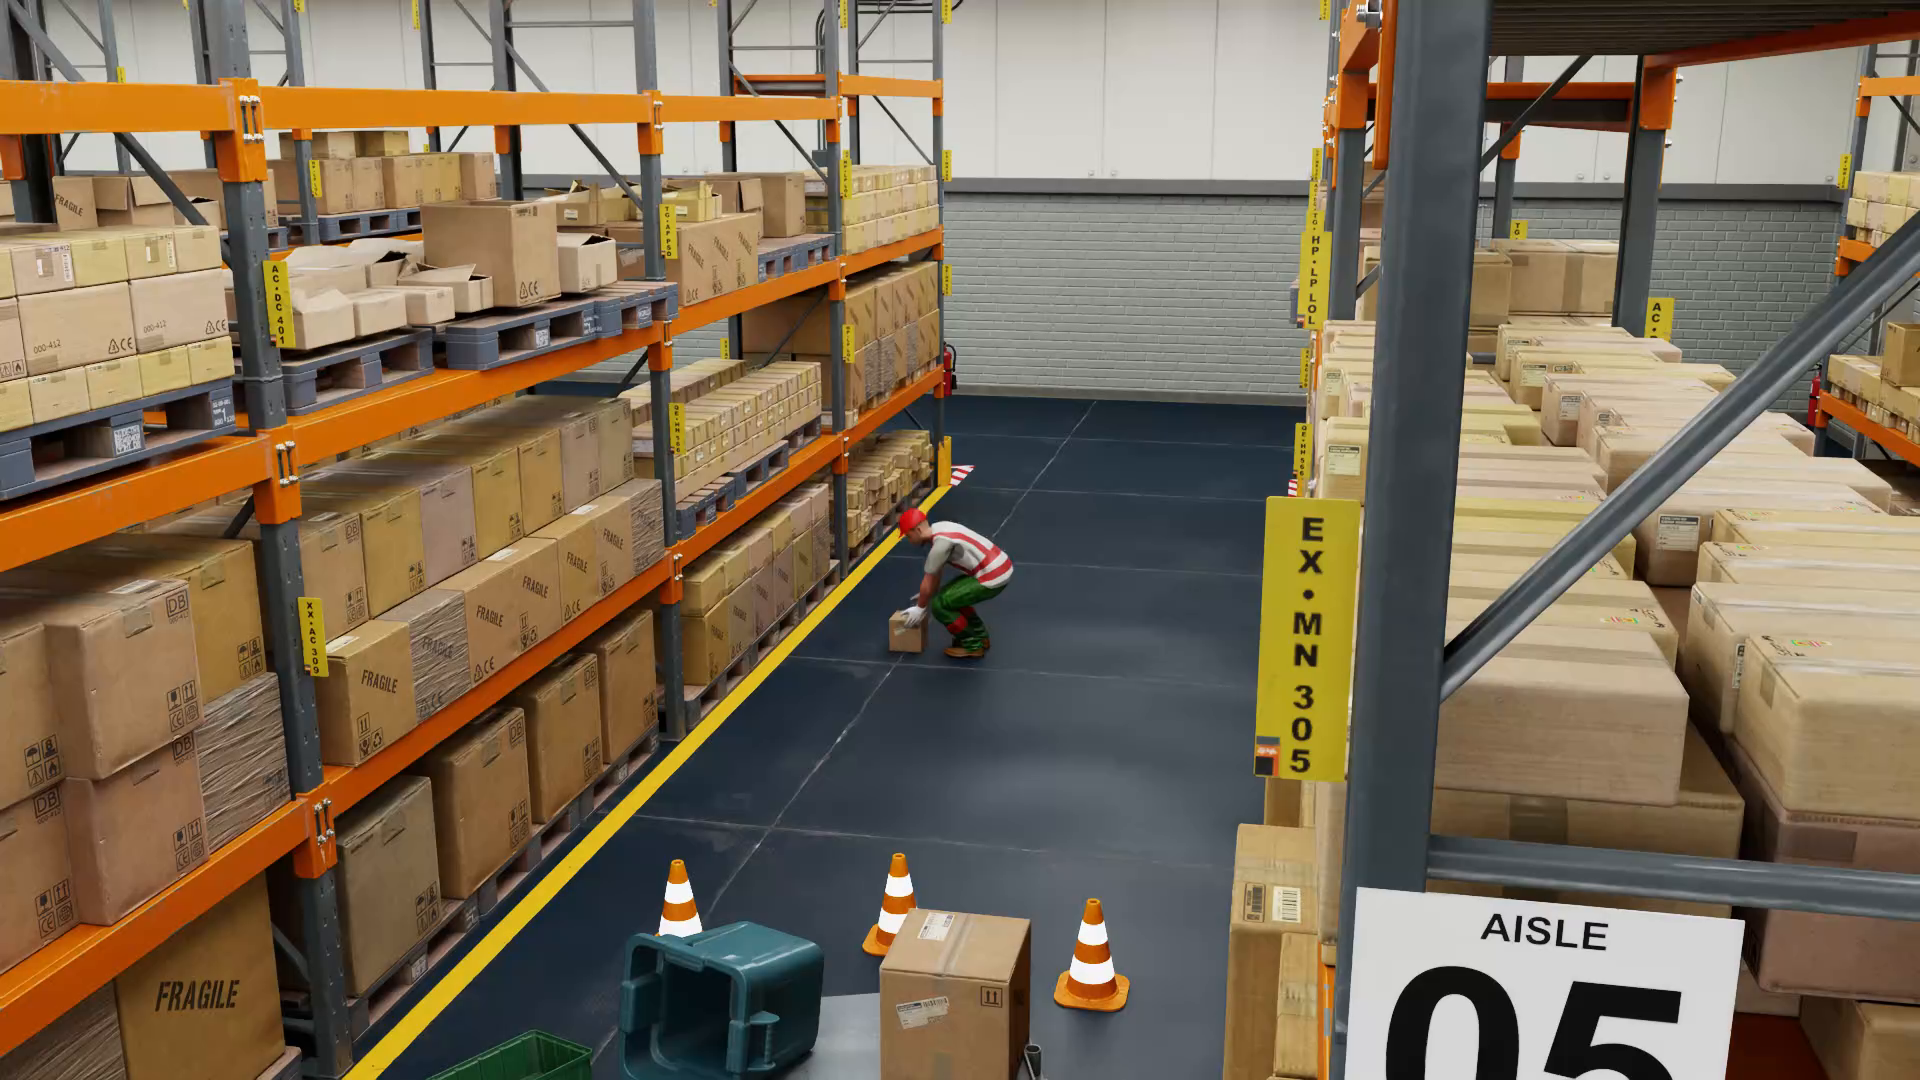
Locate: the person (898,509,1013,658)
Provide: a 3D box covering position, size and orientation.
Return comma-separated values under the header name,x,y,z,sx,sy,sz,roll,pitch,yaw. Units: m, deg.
name,x,y,z,sx,sy,sz,roll,pitch,yaw
person,-0.038,0.317,12.583,0.863,1.116,0.581,3,15,11
